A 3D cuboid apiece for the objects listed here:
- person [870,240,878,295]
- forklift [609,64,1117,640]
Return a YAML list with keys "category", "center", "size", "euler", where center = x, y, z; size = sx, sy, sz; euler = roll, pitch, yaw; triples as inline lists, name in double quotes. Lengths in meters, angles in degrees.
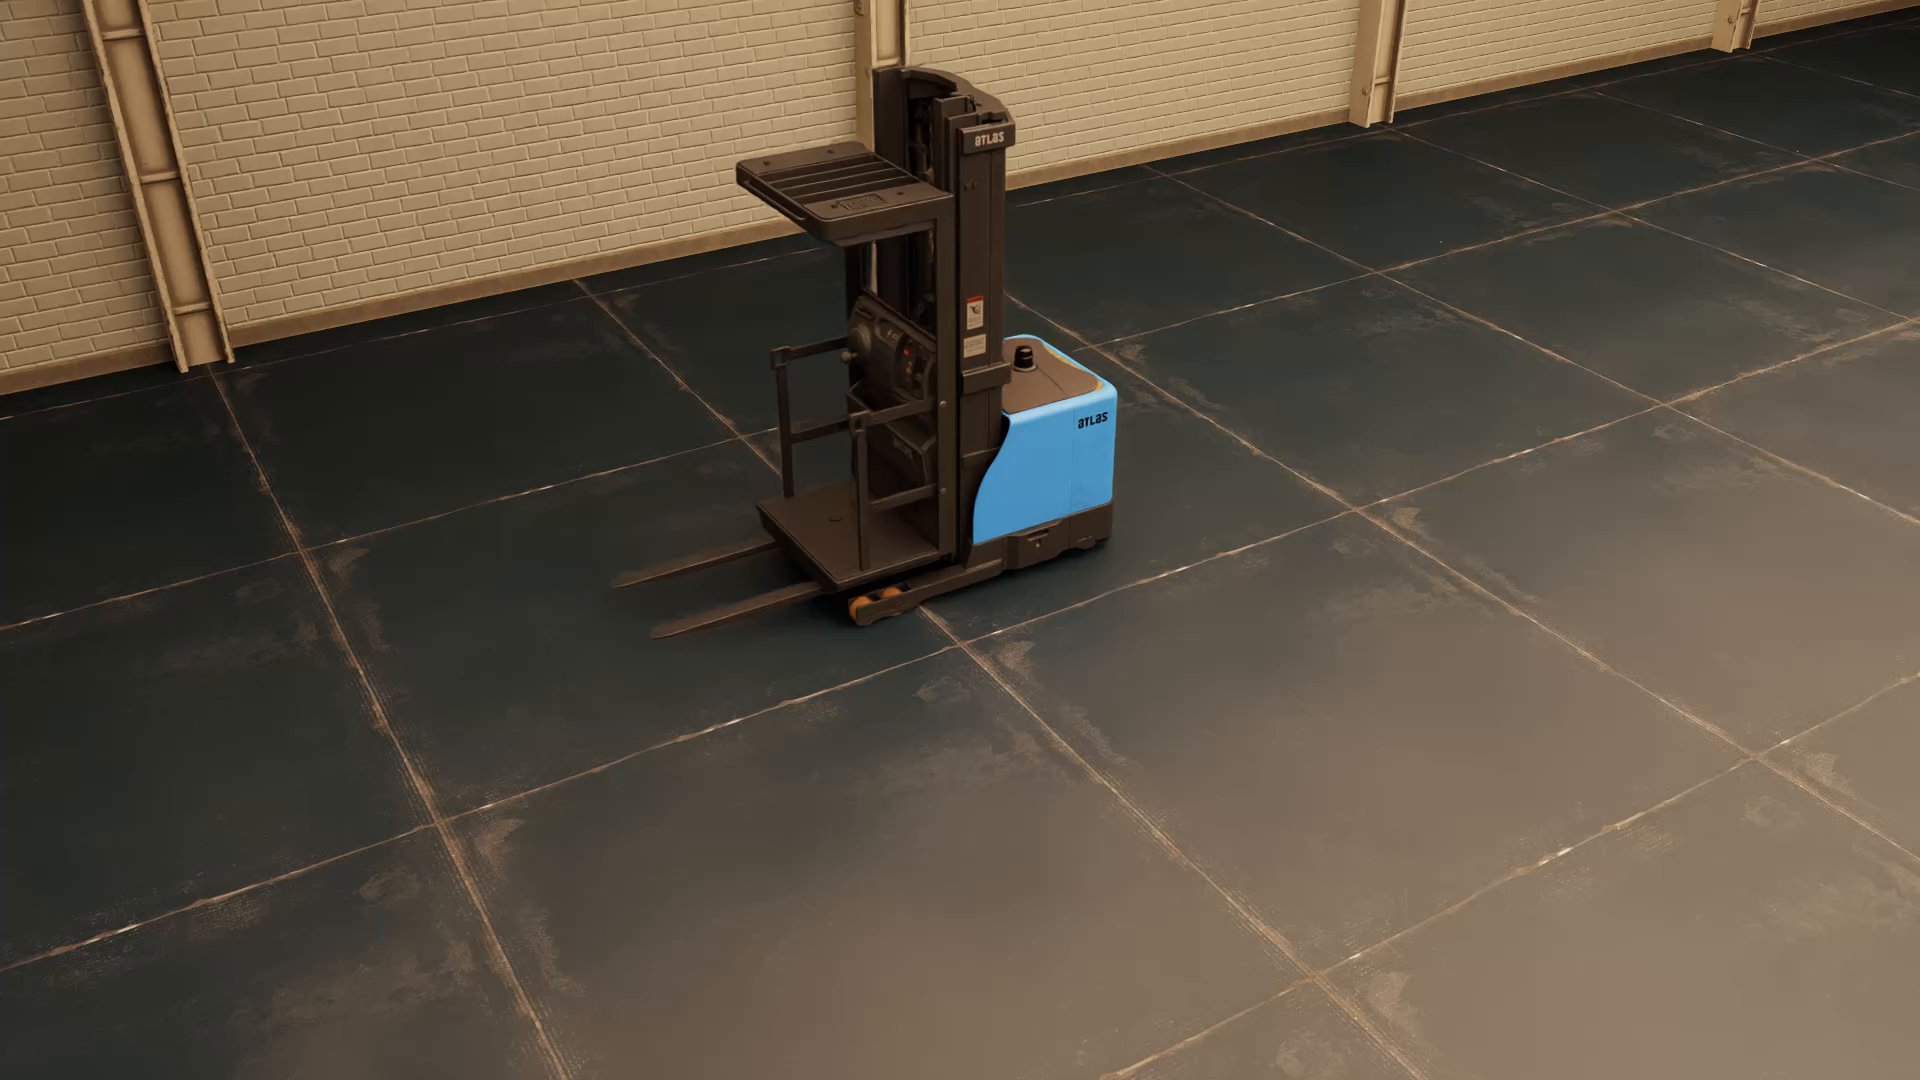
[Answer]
- category: "person"
  center: [-0.424, -1.575, 11.453]
  size: [0.454, 1.746, 0.882]
  euler: [-4, 31, -7]
- category: "forklift"
  center: [-0.572, -1.069, 9.432]
  size: [3.031, 2.935, 1.130]
  euler: [-17, 35, -26]
